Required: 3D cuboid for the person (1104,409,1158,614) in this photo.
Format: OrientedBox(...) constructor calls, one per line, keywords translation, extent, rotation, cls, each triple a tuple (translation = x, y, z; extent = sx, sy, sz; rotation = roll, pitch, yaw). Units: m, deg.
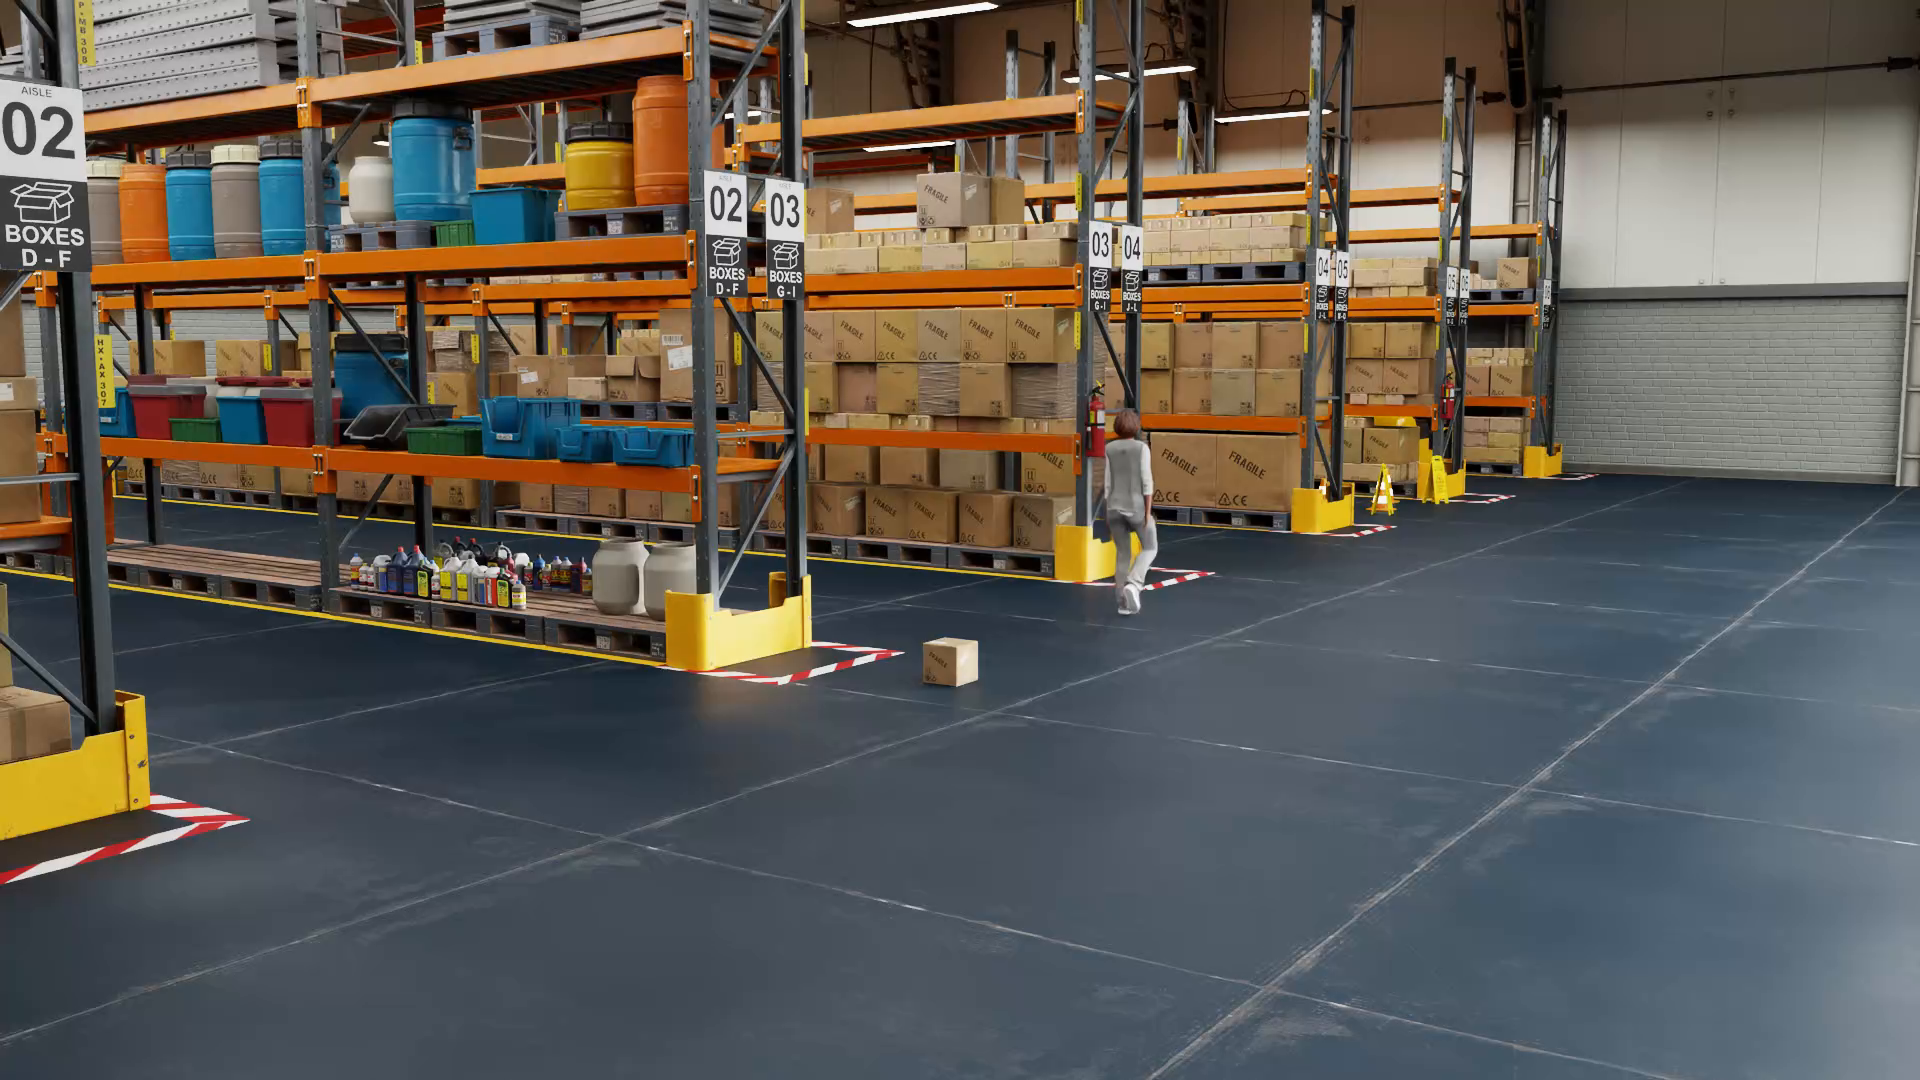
OrientedBox(translation=(1.303, -0.204, 12.832), extent=(0.414, 1.575, 0.447), rotation=(3, 7, 26), cls="person")
